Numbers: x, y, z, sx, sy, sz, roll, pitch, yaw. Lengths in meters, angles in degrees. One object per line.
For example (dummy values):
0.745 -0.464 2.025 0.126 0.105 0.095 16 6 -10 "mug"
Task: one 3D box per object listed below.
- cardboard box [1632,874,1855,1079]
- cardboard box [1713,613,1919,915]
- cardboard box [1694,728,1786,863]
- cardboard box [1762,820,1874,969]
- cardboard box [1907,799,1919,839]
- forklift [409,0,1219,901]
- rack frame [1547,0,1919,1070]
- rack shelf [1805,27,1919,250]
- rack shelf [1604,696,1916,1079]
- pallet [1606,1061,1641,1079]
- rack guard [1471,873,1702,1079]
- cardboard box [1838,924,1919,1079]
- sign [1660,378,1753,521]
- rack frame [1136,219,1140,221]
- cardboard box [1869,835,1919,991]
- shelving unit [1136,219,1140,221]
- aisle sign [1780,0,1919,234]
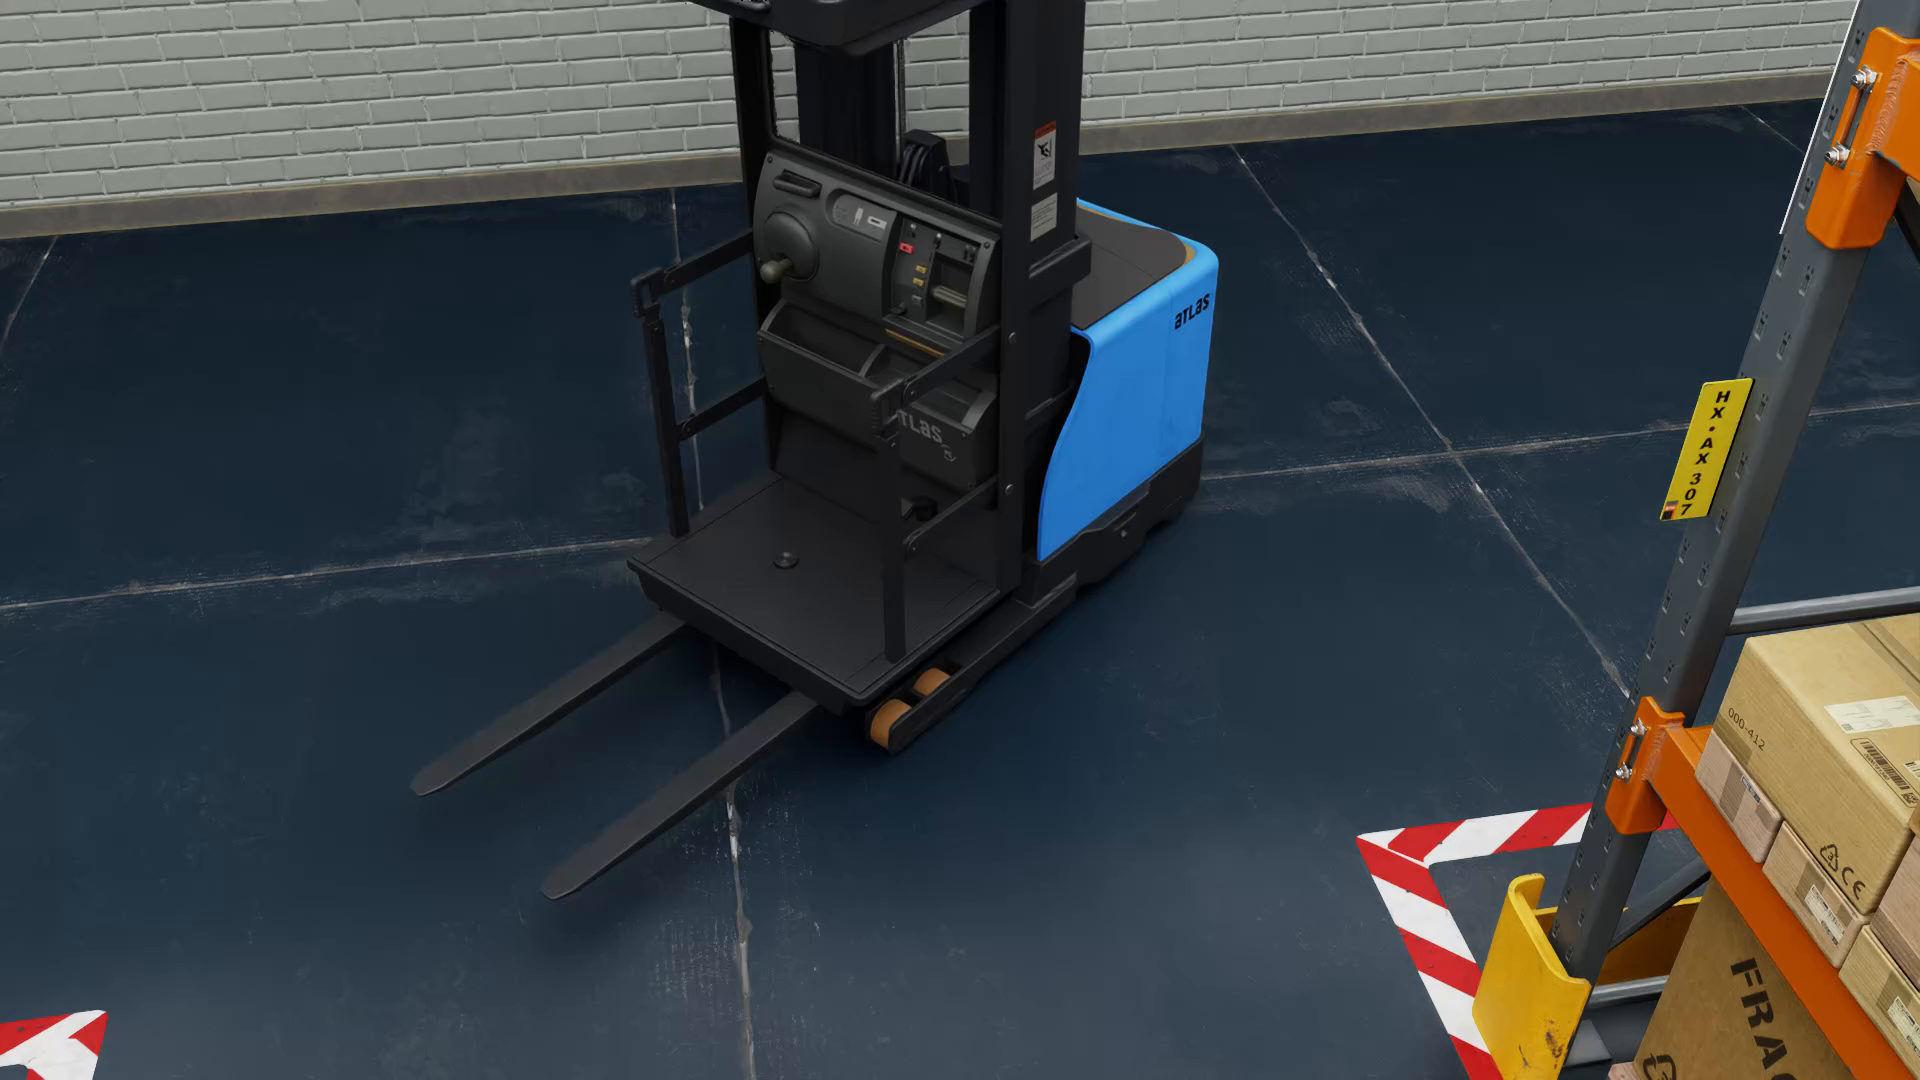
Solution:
2.198 1.195 3.656 0.875 0.875 0.875 -6 38 -8 "cardboard box"
1.825 0.405 3.164 0.500 0.250 0.500 -7 38 -9 "cardboard box"
1.744 0.493 3.375 0.380 0.149 0.250 -6 38 -7 "cardboard box"
1.791 0.648 3.176 0.380 0.149 0.250 -7 38 -9 "cardboard box"
1.913 0.410 2.545 0.500 0.500 0.500 -7 38 -9 "cardboard box"
-0.410 -0.826 4.924 1.130 2.935 3.031 27 45 31 "forklift"
2.007 0.144 3.620 1.000 3.000 0.127 -6 38 -8 "rack frame"
2.358 0.451 1.365 1.077 0.370 4.000 -6 38 -8 "rack shelf"
2.358 1.636 2.286 1.077 0.370 4.000 -6 38 -8 "rack shelf"
2.224 1.720 3.865 1.003 0.211 1.213 -6 38 -8 "pallet"
2.003 1.117 4.405 1.175 0.500 0.348 -6 38 -8 "rack guard"
1.836 0.802 2.977 0.380 0.149 0.250 -7 38 -9 "cardboard box"
1.459 -0.173 3.258 0.100 0.325 0.005 -6 38 -8 "sign"
0.751 -0.819 6.570 0.240 0.900 0.006 28 44 31 "rack frame"
1.923 0.718 2.761 0.500 0.250 0.500 -7 38 -9 "cardboard box"
0.685 -0.774 6.507 0.258 0.900 0.210 28 44 31 "shelving unit"
1.699 -0.894 2.837 0.394 0.787 0.004 -6 38 -8 "aisle sign"
